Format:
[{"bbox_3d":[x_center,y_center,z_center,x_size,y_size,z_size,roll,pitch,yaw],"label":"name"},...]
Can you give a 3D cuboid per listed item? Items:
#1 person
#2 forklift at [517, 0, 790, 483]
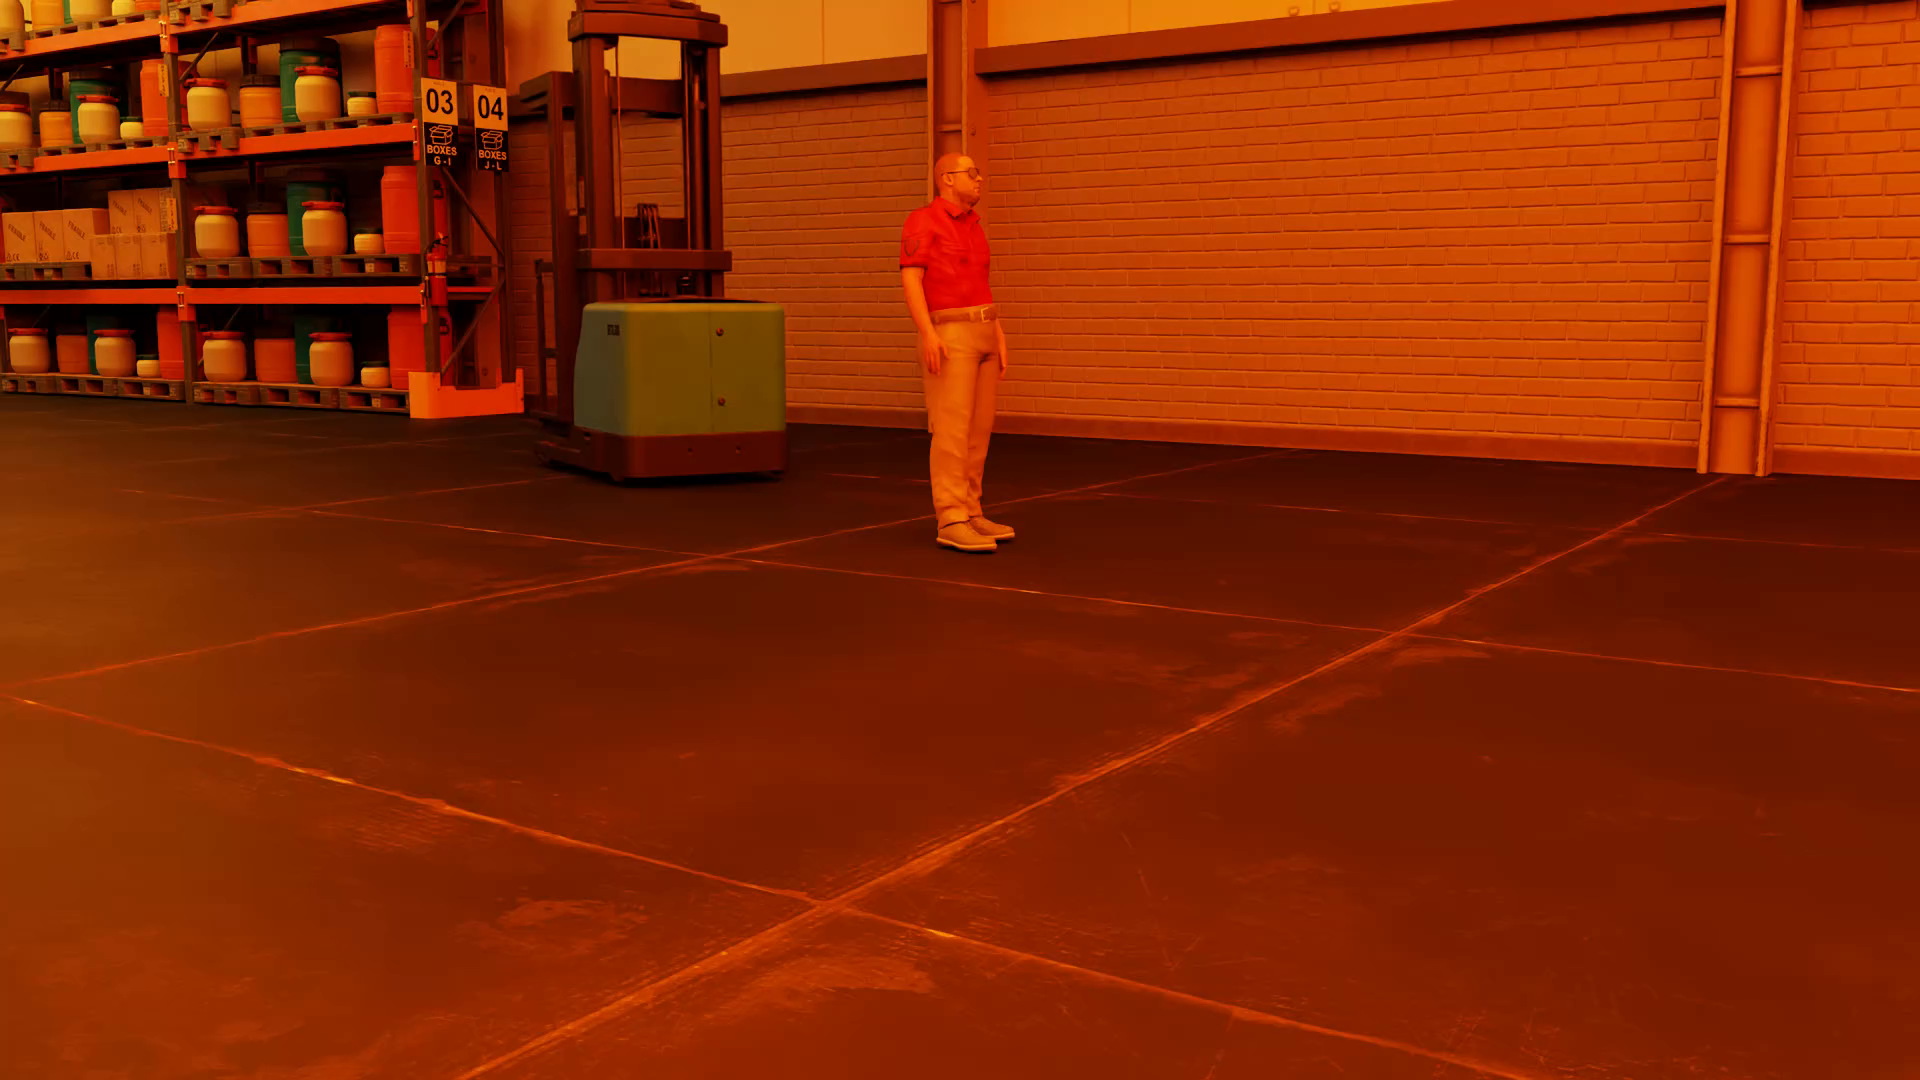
[{"bbox_3d":[0.068,-0.854,7.421,0.551,1.727,0.640,5,10,34],"label":"person"},{"bbox_3d":[-2.210,-1.955,10.940,1.130,2.935,3.031,-5,9,-30],"label":"forklift"}]
